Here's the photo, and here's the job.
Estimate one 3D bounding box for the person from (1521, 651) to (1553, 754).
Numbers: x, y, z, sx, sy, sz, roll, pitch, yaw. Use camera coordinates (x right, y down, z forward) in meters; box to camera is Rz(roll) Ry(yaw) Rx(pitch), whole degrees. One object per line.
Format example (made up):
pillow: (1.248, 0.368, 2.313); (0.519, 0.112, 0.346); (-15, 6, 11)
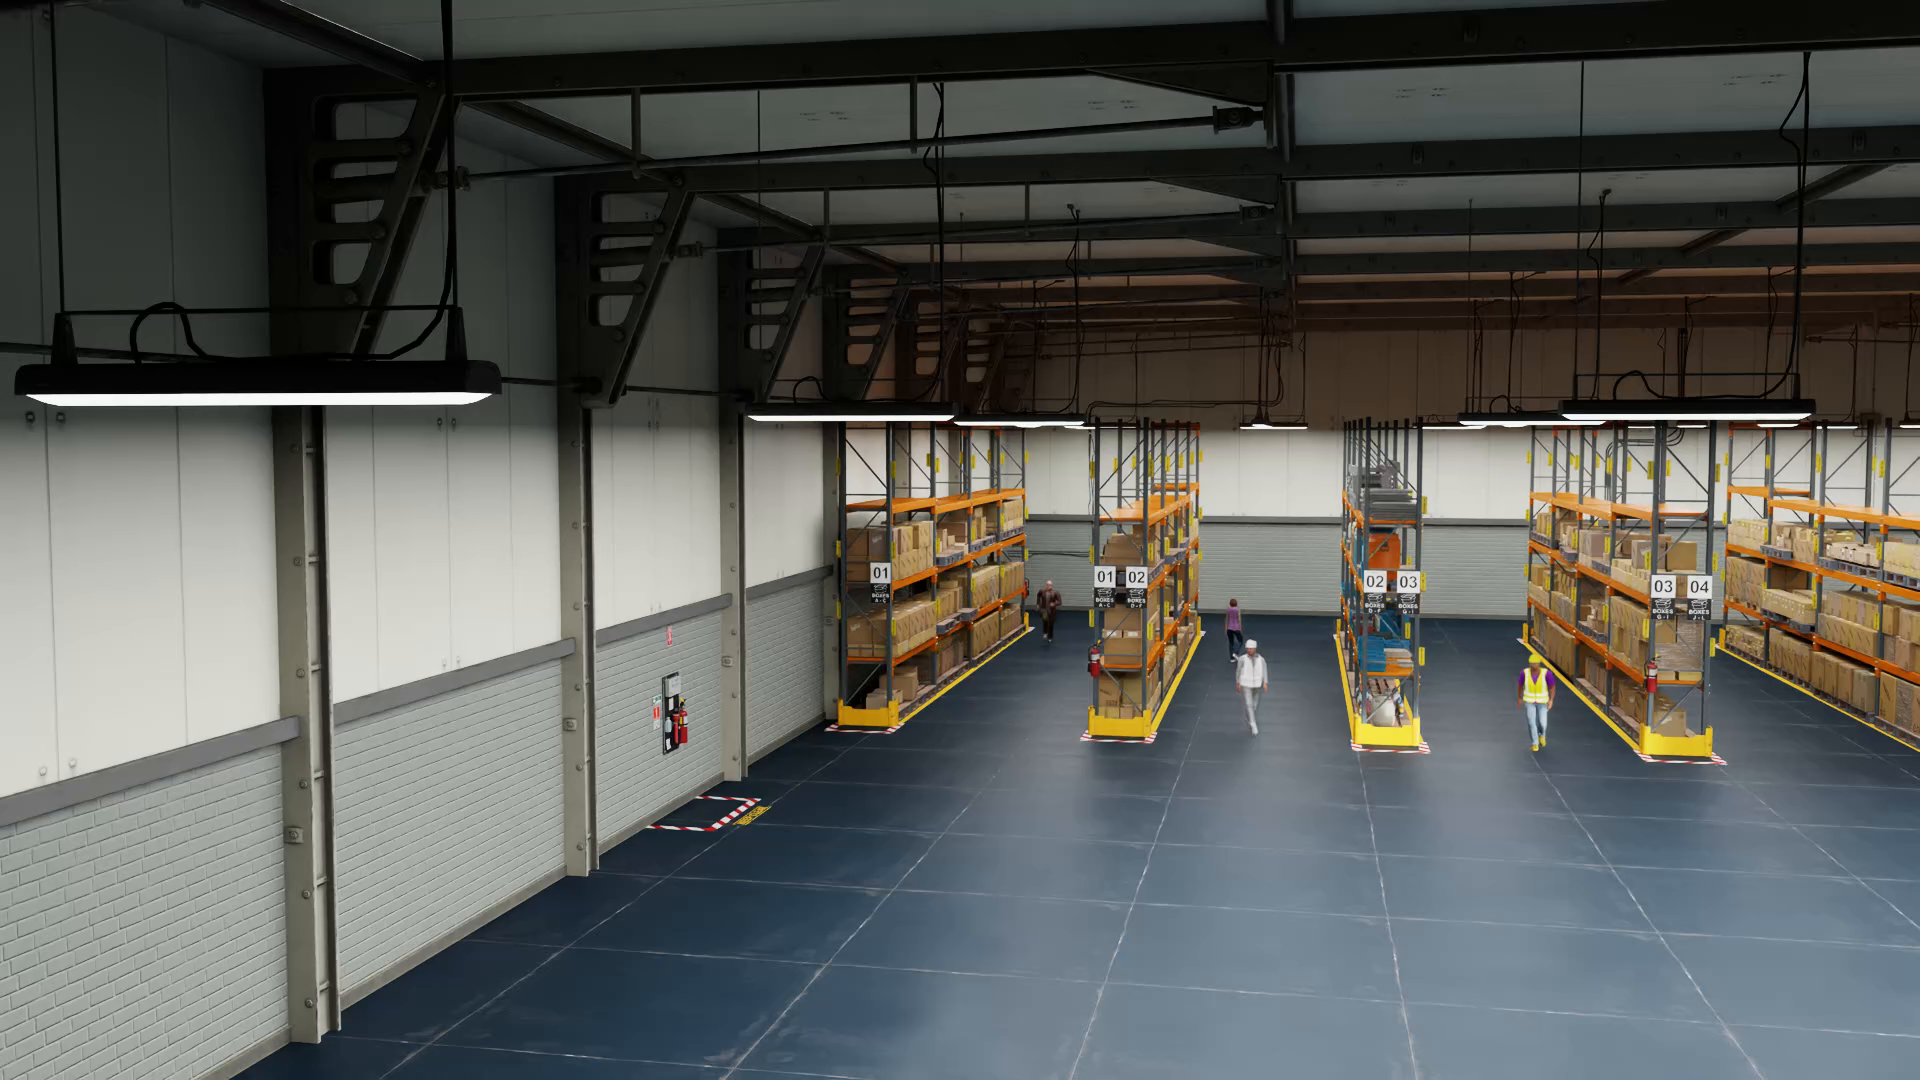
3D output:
person: (10.368, 2.919, 29.902); (0.377, 1.818, 0.669); (-3, 5, -38)

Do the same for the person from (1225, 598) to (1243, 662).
person: (6.845, 2.259, 41.411); (0.511, 1.638, 0.352); (0, 4, -6)

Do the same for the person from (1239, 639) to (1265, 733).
person: (5.559, 2.785, 31.804); (0.555, 1.763, 0.820); (2, 4, 30)

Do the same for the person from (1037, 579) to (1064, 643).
person: (2.396, 1.885, 44.120); (0.723, 1.743, 0.659); (0, 4, 0)
